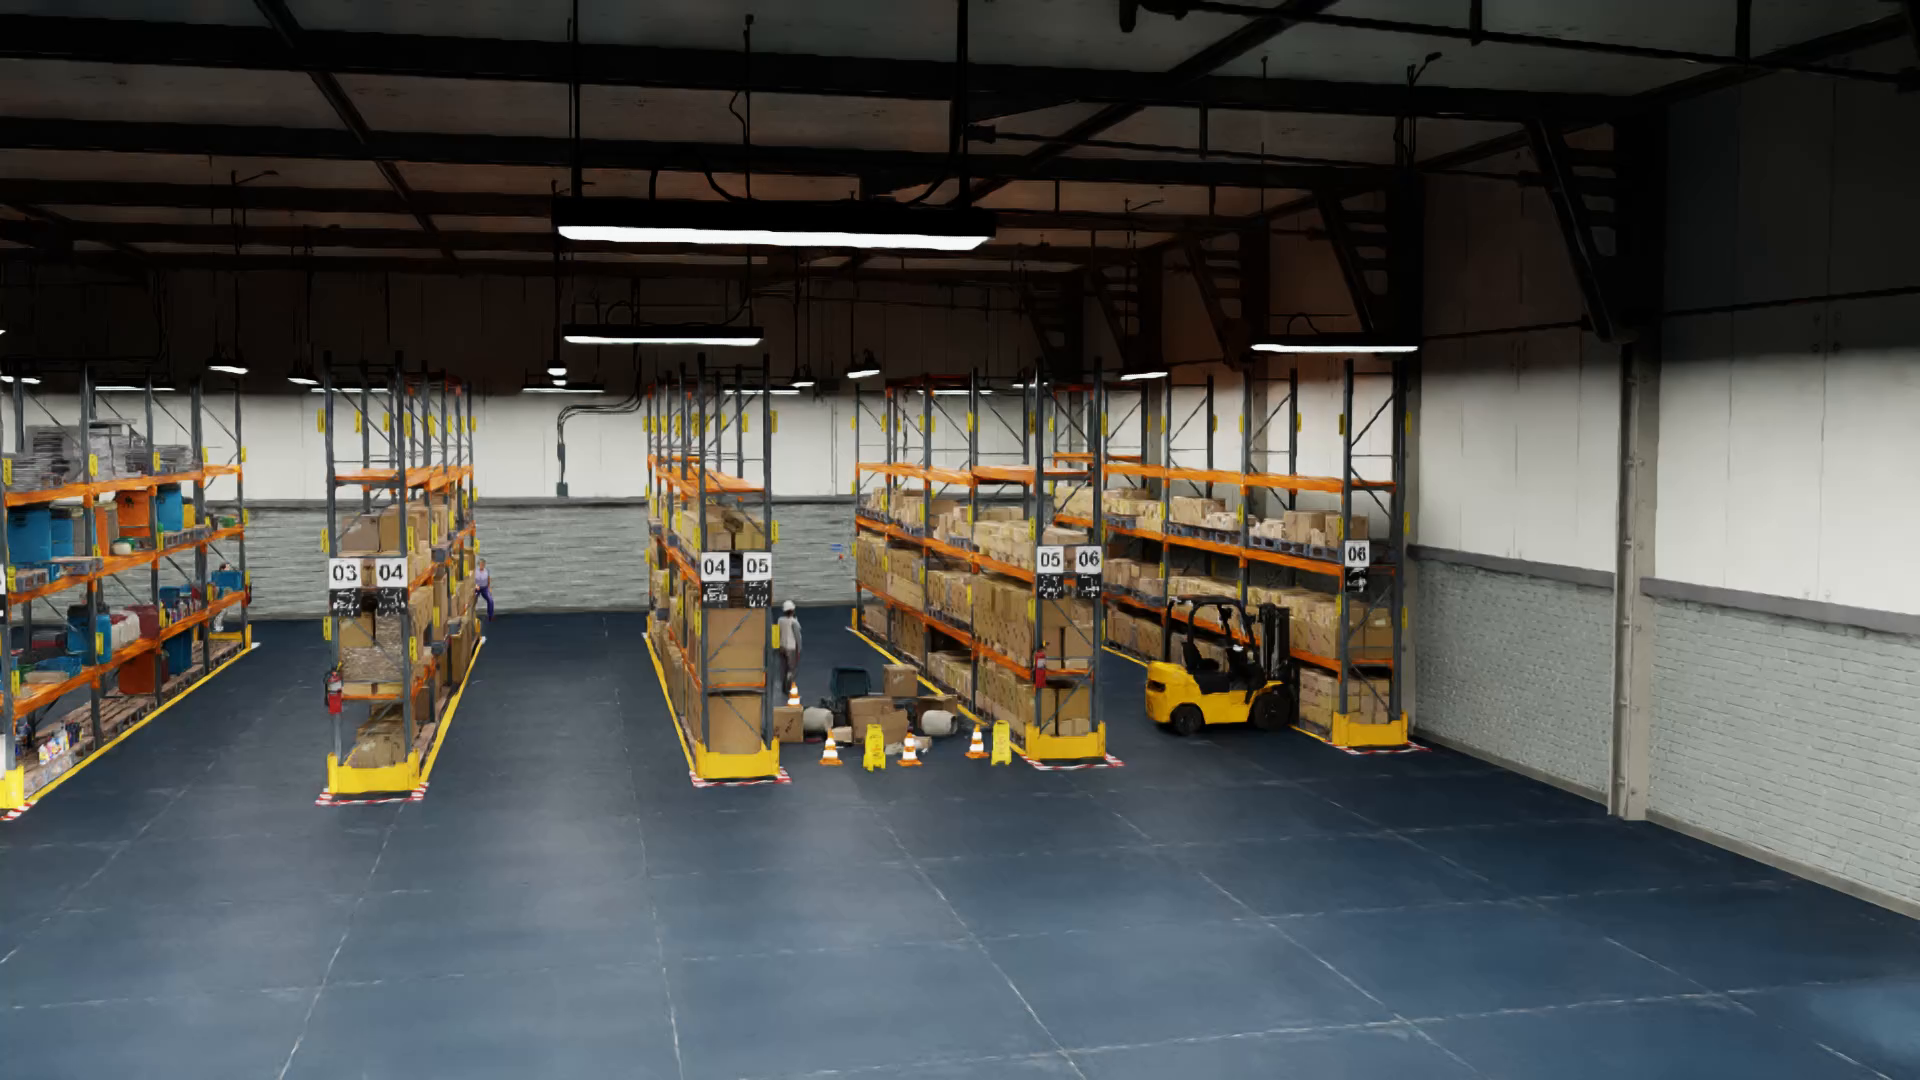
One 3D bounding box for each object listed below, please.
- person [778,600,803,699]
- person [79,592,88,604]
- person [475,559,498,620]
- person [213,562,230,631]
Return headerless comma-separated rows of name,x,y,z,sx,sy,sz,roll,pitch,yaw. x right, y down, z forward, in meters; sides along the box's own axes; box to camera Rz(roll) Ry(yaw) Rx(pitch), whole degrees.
person,-3.079,1.987,30.411,0.443,1.776,0.584,-4,6,-45
person,-17.751,1.840,33.792,0.495,1.587,1.086,-1,4,-11
person,-12.209,1.257,42.402,0.656,1.581,0.818,-2,5,-30
person,-17.855,1.360,40.224,0.523,1.661,0.531,2,4,21
